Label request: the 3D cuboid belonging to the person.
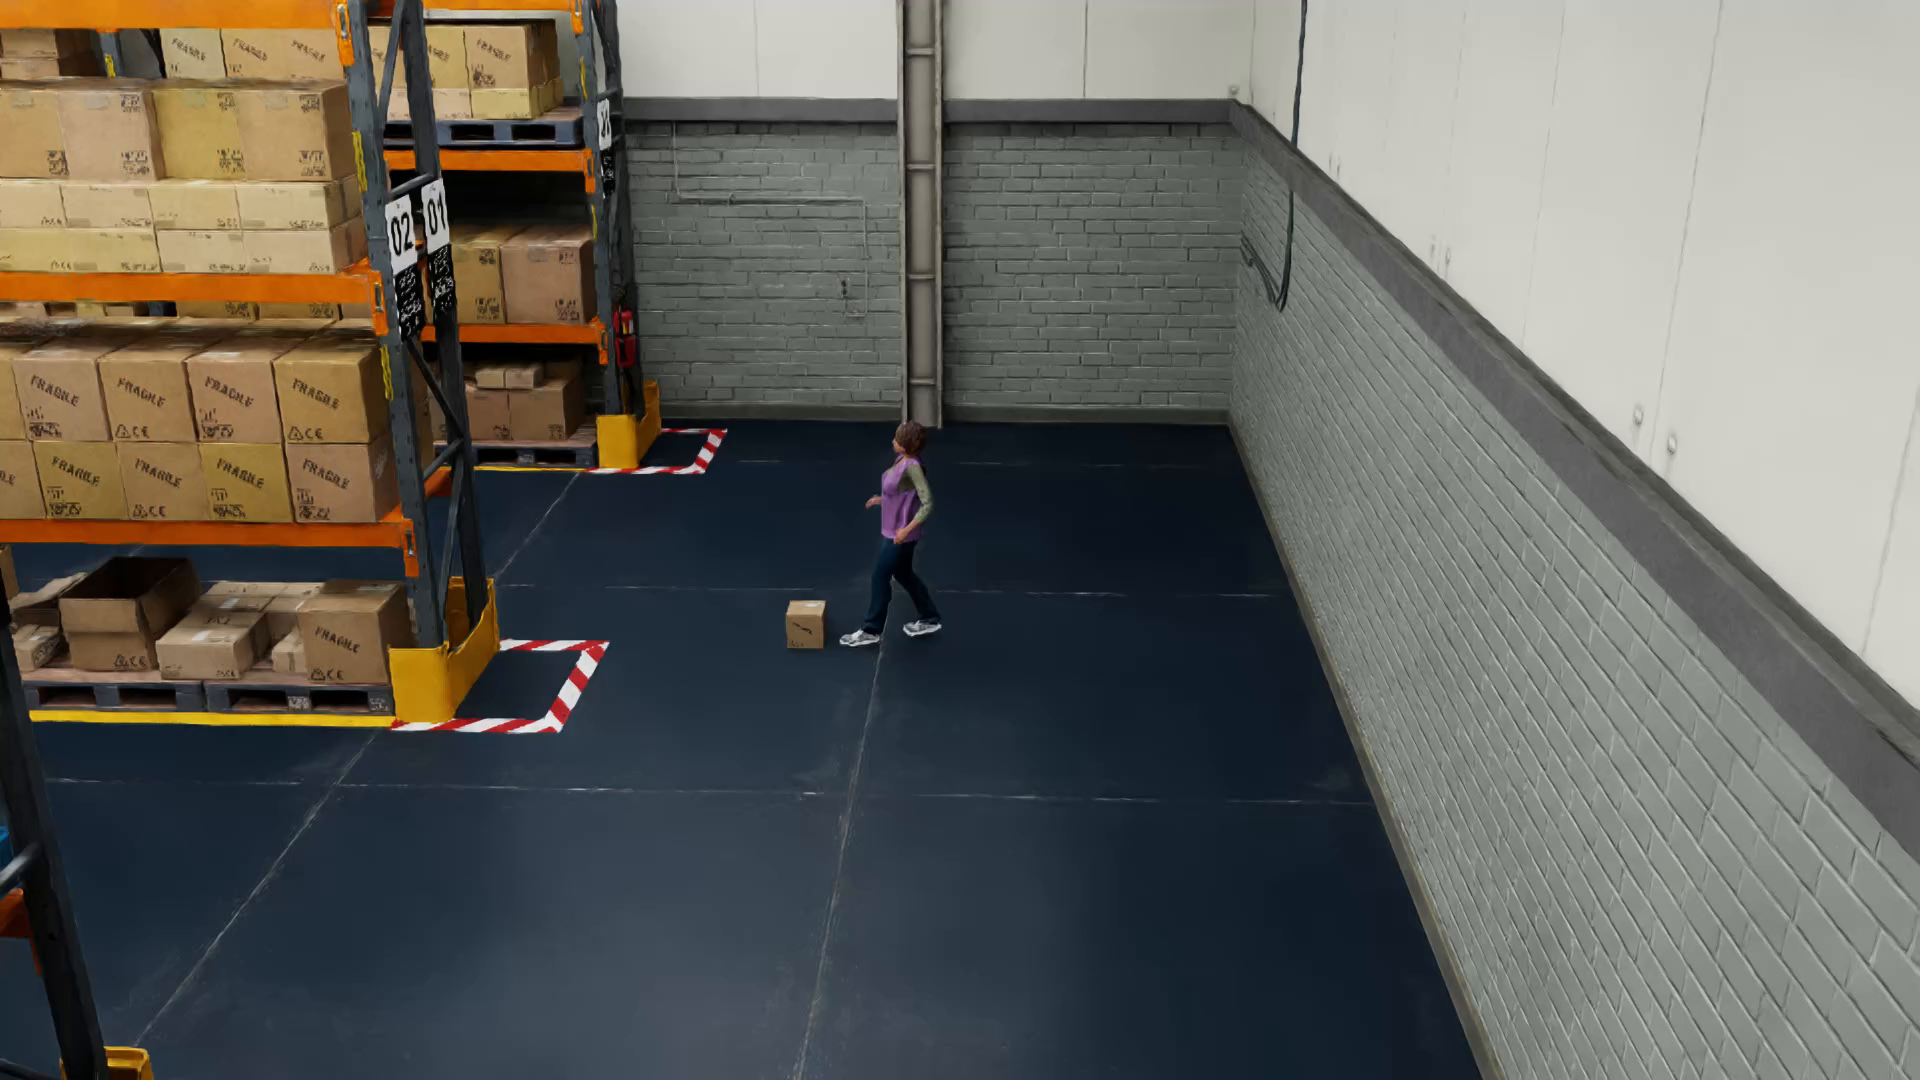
[{"bbox_3d":[-0.476,-0.042,11.170,0.704,1.581,0.586,-1,21,-4],"label":"person"}]
